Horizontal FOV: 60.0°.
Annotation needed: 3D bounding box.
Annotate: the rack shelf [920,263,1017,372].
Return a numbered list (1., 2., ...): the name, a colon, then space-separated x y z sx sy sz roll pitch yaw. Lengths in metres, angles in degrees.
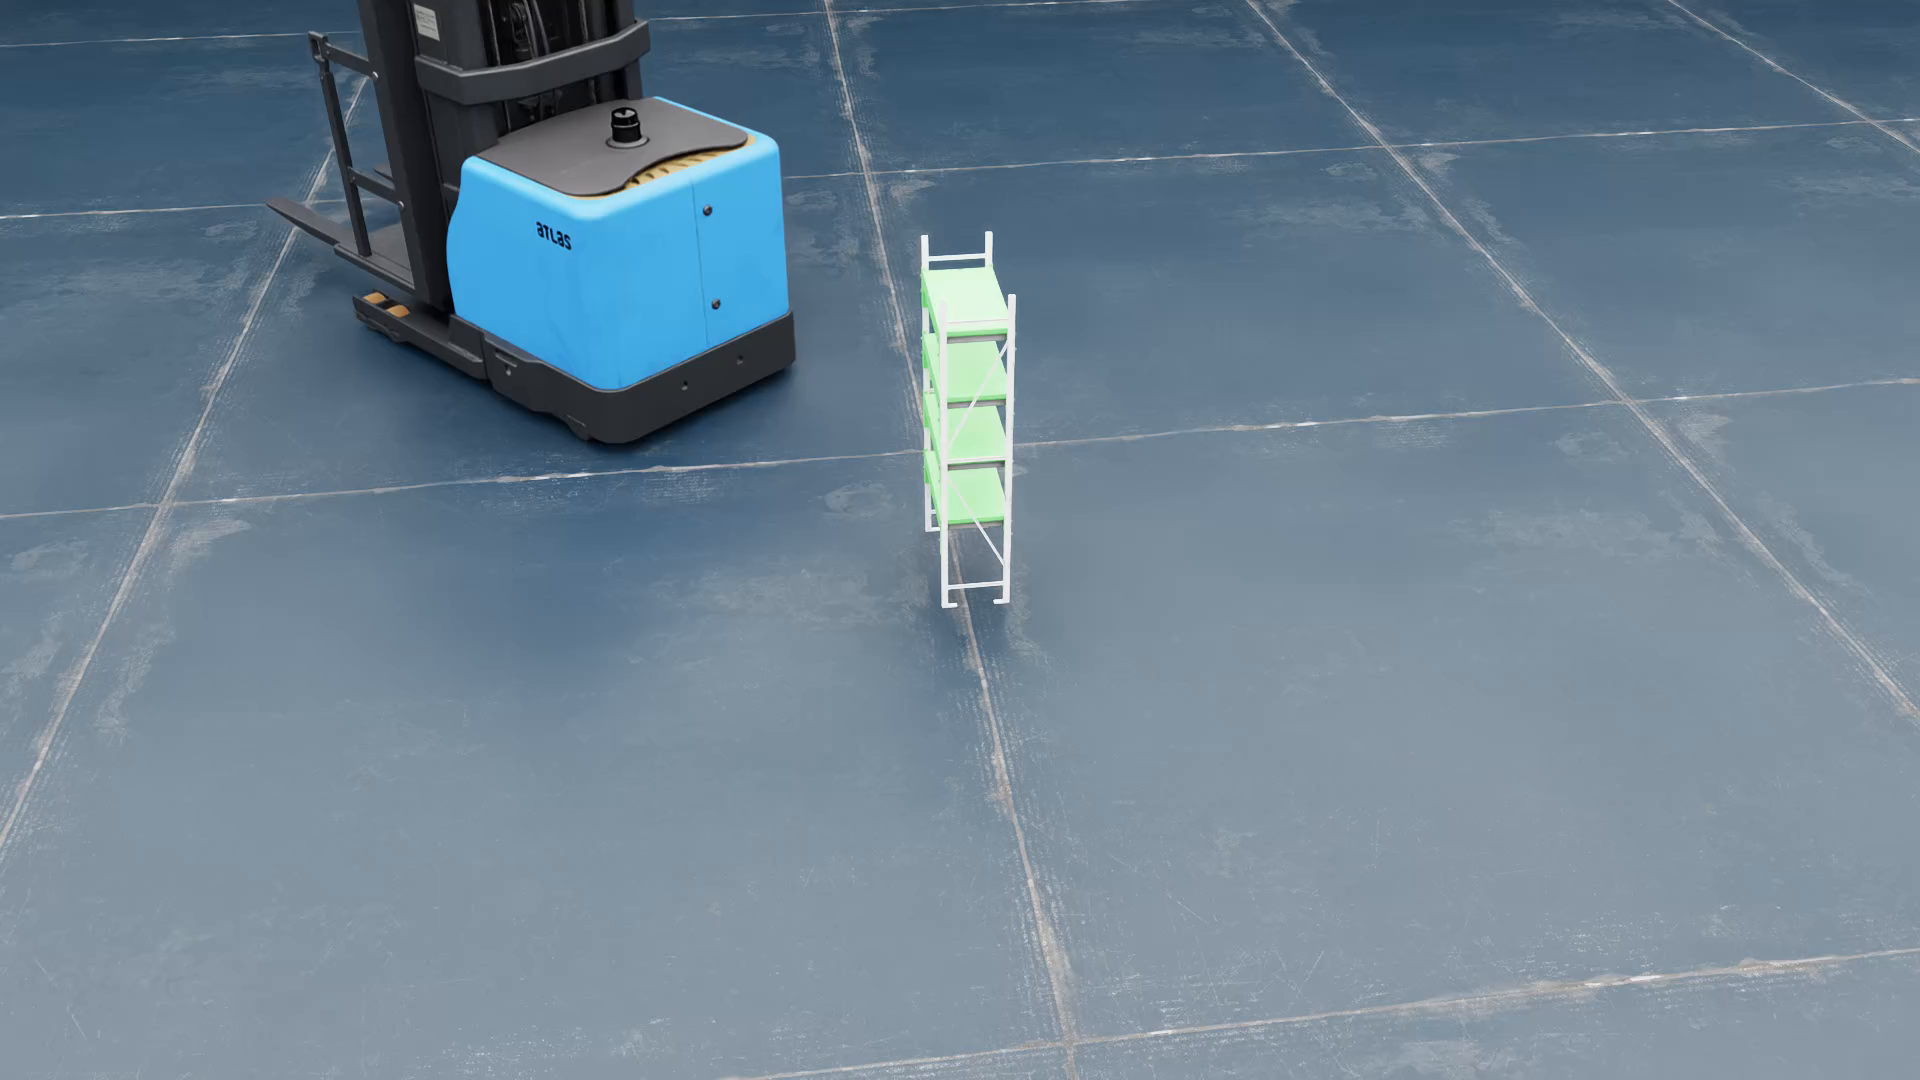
1. rack shelf: 0.022 -0.747 5.542 0.258 0.148 0.480 -4 35 -6

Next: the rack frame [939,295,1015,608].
1. rack frame: 0.055 -0.267 5.577 0.240 1.200 0.015 -4 35 -6

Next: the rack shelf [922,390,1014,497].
1. rack shelf: 0.022 -0.351 5.813 0.258 0.148 0.480 -4 35 -6

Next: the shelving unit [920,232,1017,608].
1. shelving unit: 0.022 -0.403 5.777 0.258 1.200 0.503 -4 35 -6

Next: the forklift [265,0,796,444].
1. forklift: -2.151 -2.304 7.028 3.031 2.935 1.130 27 43 34

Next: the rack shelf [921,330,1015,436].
1. rack shelf: 0.022 -0.549 5.677 0.258 0.148 0.480 -4 35 -6

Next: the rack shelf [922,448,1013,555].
1. rack shelf: 0.022 -0.152 5.948 0.258 0.148 0.480 -4 35 -6

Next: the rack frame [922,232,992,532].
1. rack frame: -0.011 -0.540 5.976 0.240 1.200 0.015 -4 35 -6
